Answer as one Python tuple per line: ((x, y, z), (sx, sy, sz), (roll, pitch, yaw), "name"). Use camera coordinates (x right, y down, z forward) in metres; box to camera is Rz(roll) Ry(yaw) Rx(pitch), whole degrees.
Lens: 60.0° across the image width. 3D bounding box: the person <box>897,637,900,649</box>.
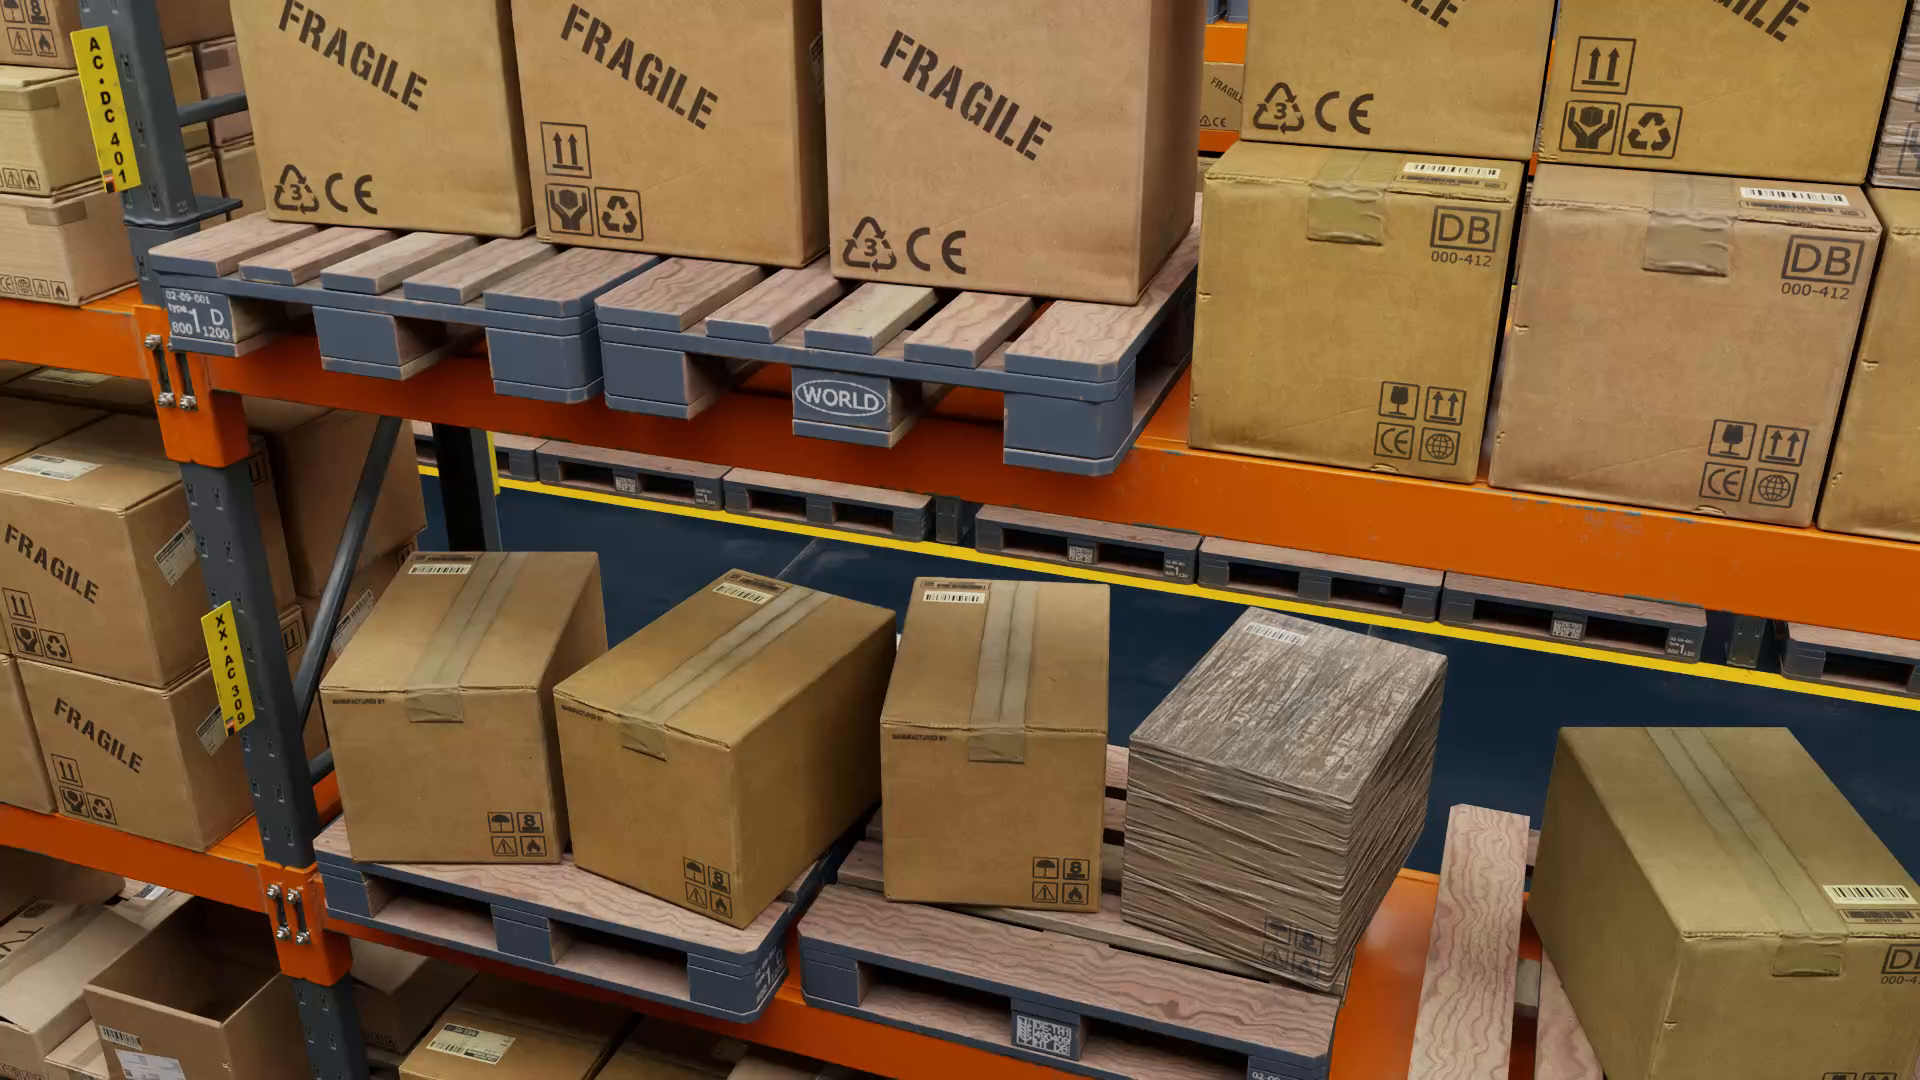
((-0.188, 0.750, 6.464), (0.567, 0.958, 0.952), (9, 27, 17), "person")
